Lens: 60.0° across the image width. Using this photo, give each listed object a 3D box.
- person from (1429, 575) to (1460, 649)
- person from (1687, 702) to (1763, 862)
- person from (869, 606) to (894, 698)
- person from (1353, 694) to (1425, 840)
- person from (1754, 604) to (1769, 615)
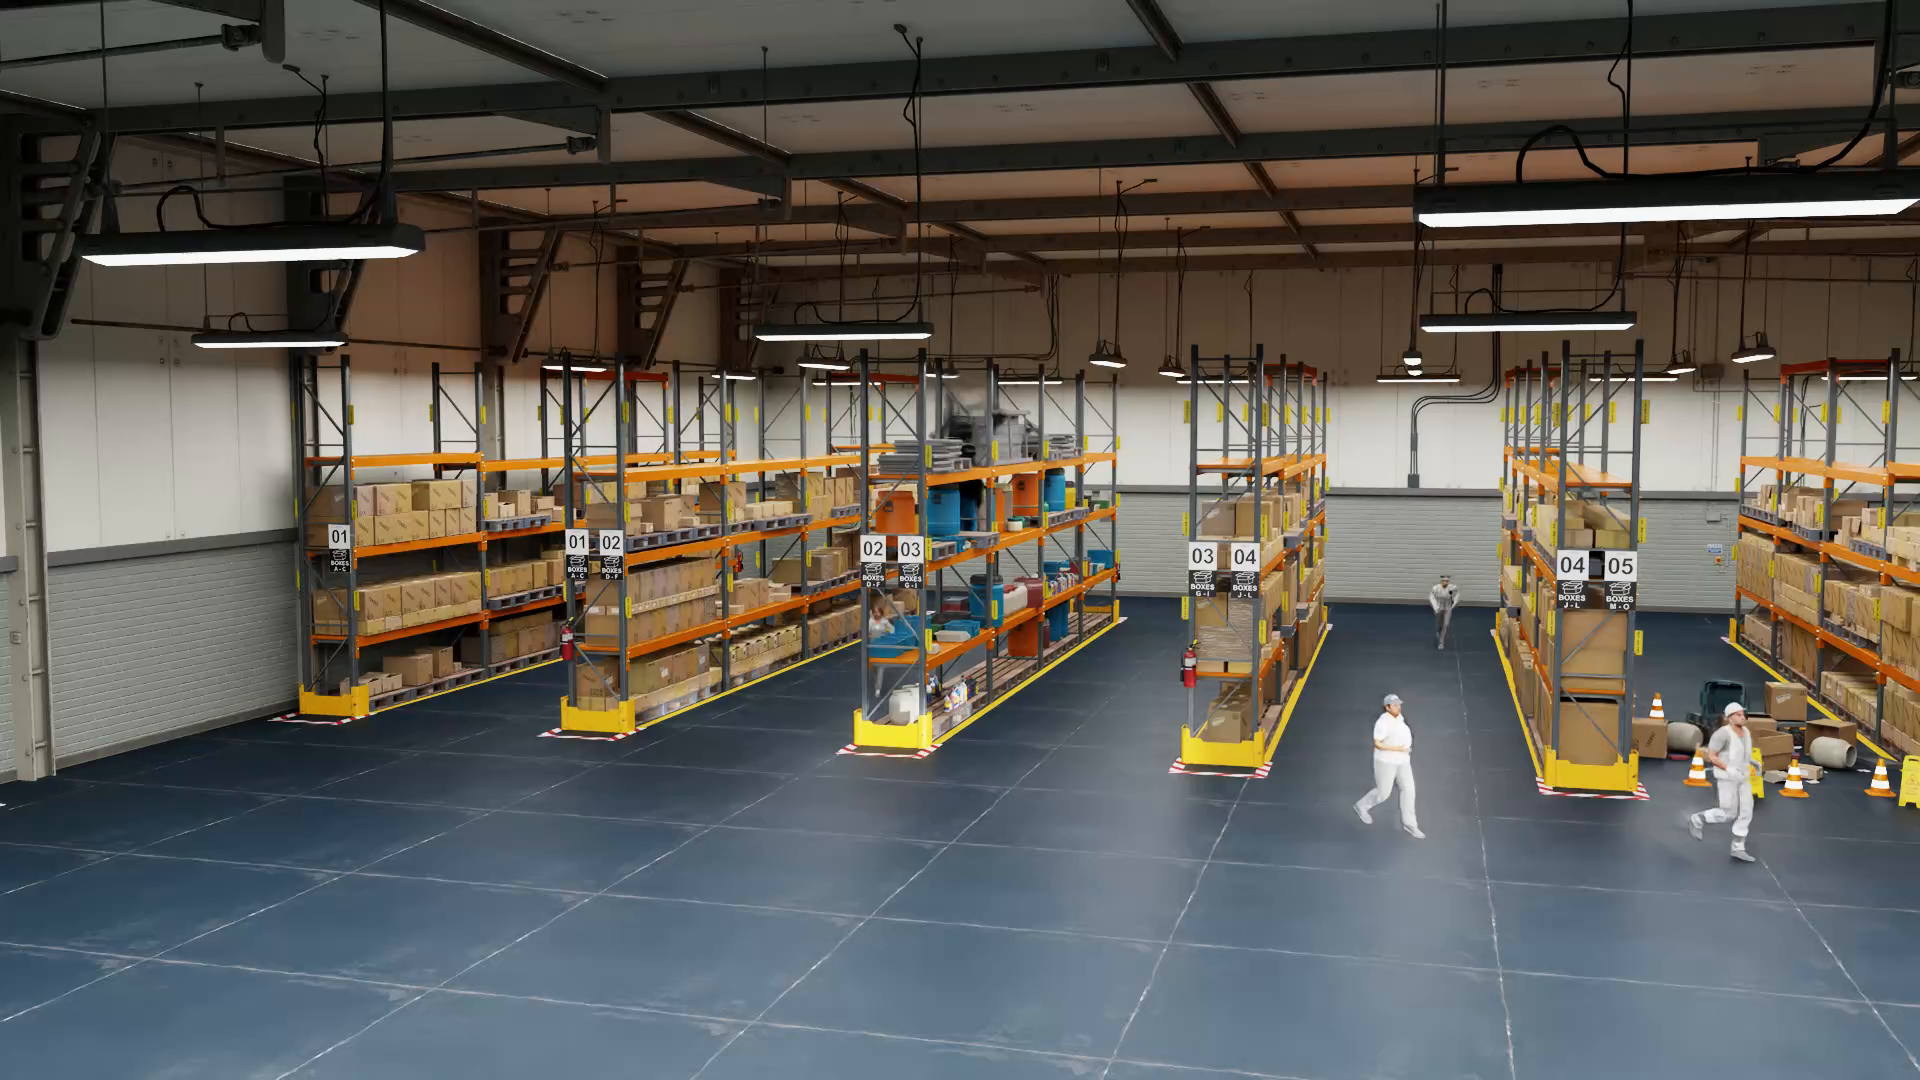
[{"bbox_3d":[10.461,1.535,35.976,0.629,1.631,0.898,1,4,7],"label":"person"},{"bbox_3d":[8.740,2.715,18.925,0.643,1.772,0.791,-2,5,-26],"label":"person"},{"bbox_3d":[-1.460,1.966,29.756,0.540,1.593,0.872,0,4,3],"label":"person"},{"bbox_3d":[5.156,2.681,19.921,0.616,1.687,0.925,-3,5,-39],"label":"person"},{"bbox_3d":[18.301,1.396,37.719,0.659,1.591,0.716,3,5,38],"label":"person"}]
